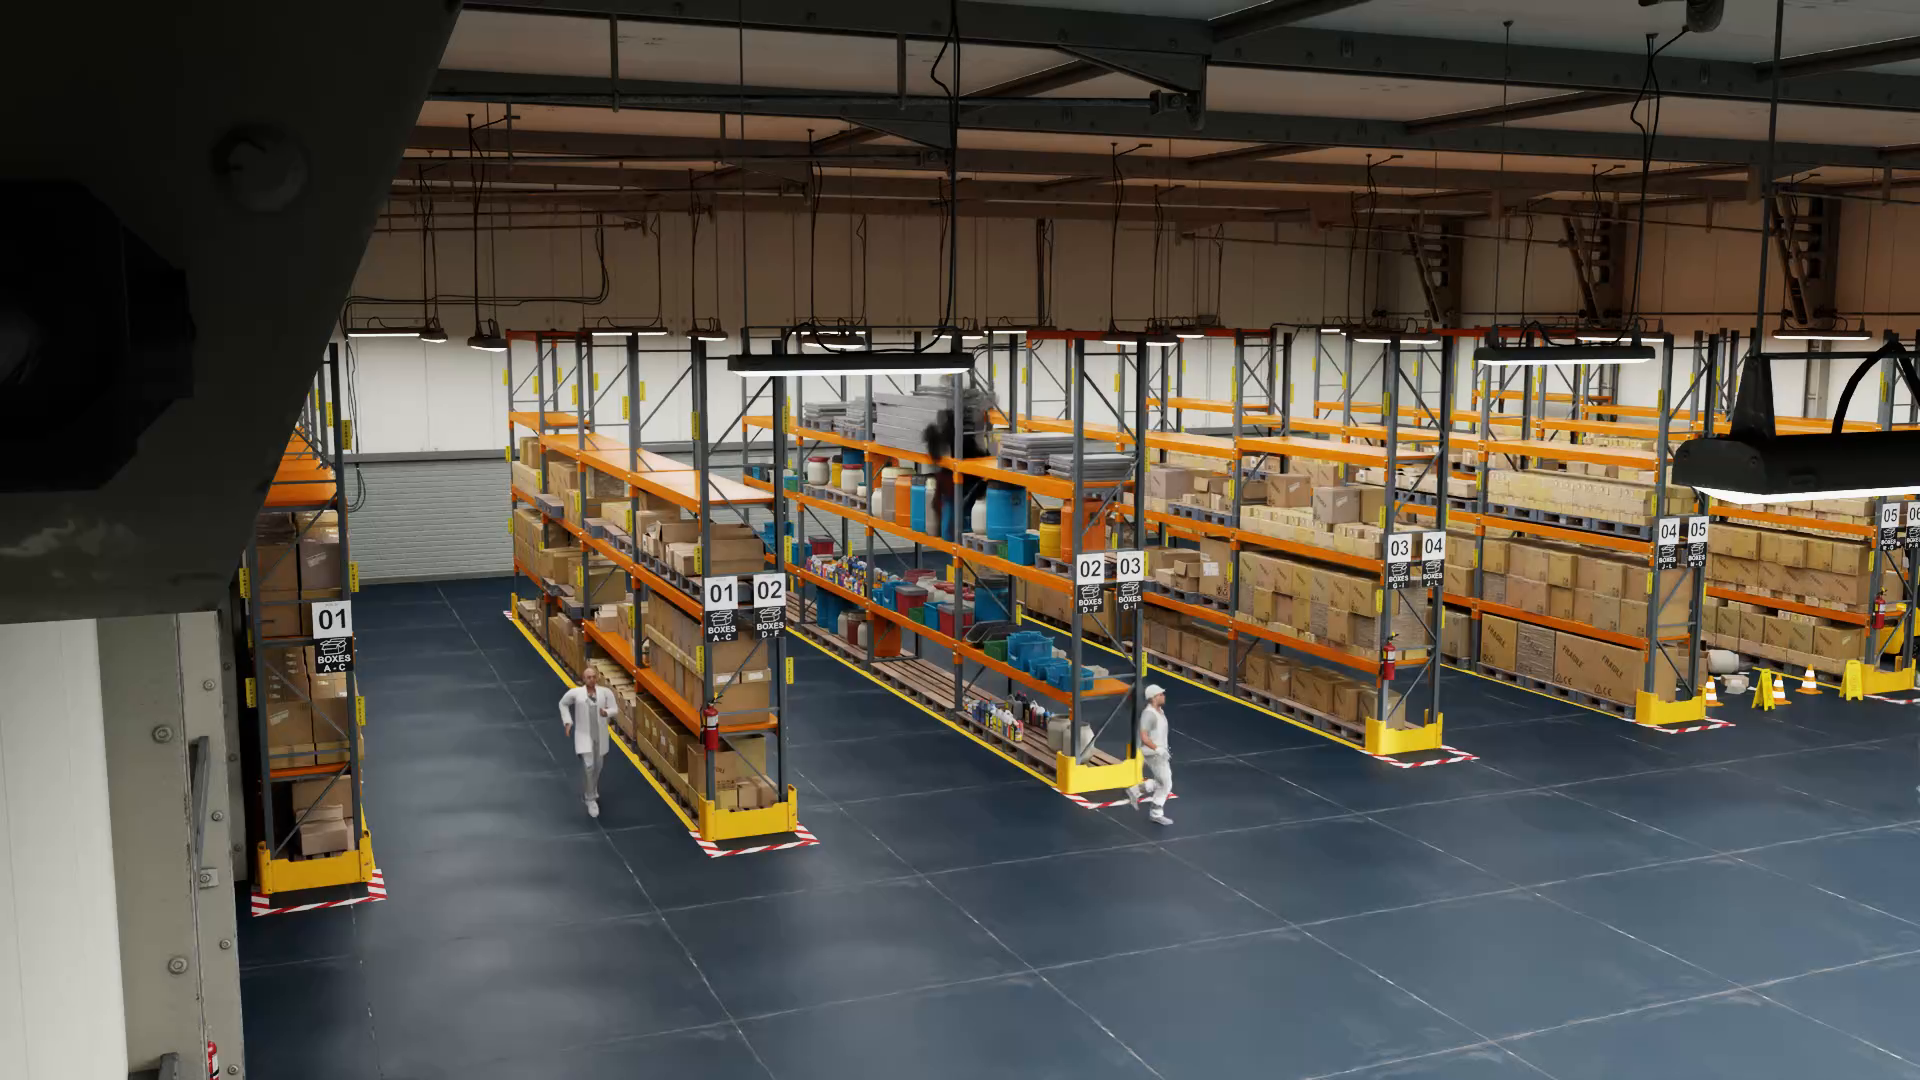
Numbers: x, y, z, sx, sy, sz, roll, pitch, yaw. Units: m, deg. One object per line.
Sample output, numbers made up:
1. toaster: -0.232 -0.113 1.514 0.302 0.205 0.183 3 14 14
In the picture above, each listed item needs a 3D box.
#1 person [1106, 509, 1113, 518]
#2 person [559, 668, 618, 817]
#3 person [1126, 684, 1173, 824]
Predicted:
1. person: 3.410 -0.074 41.218 0.855 1.610 0.782 -4 9 -25
2. person: -4.739 2.647 21.376 0.677 1.629 0.908 -4 9 -29
3. person: 2.376 2.662 20.792 0.620 1.747 0.693 2 8 18
